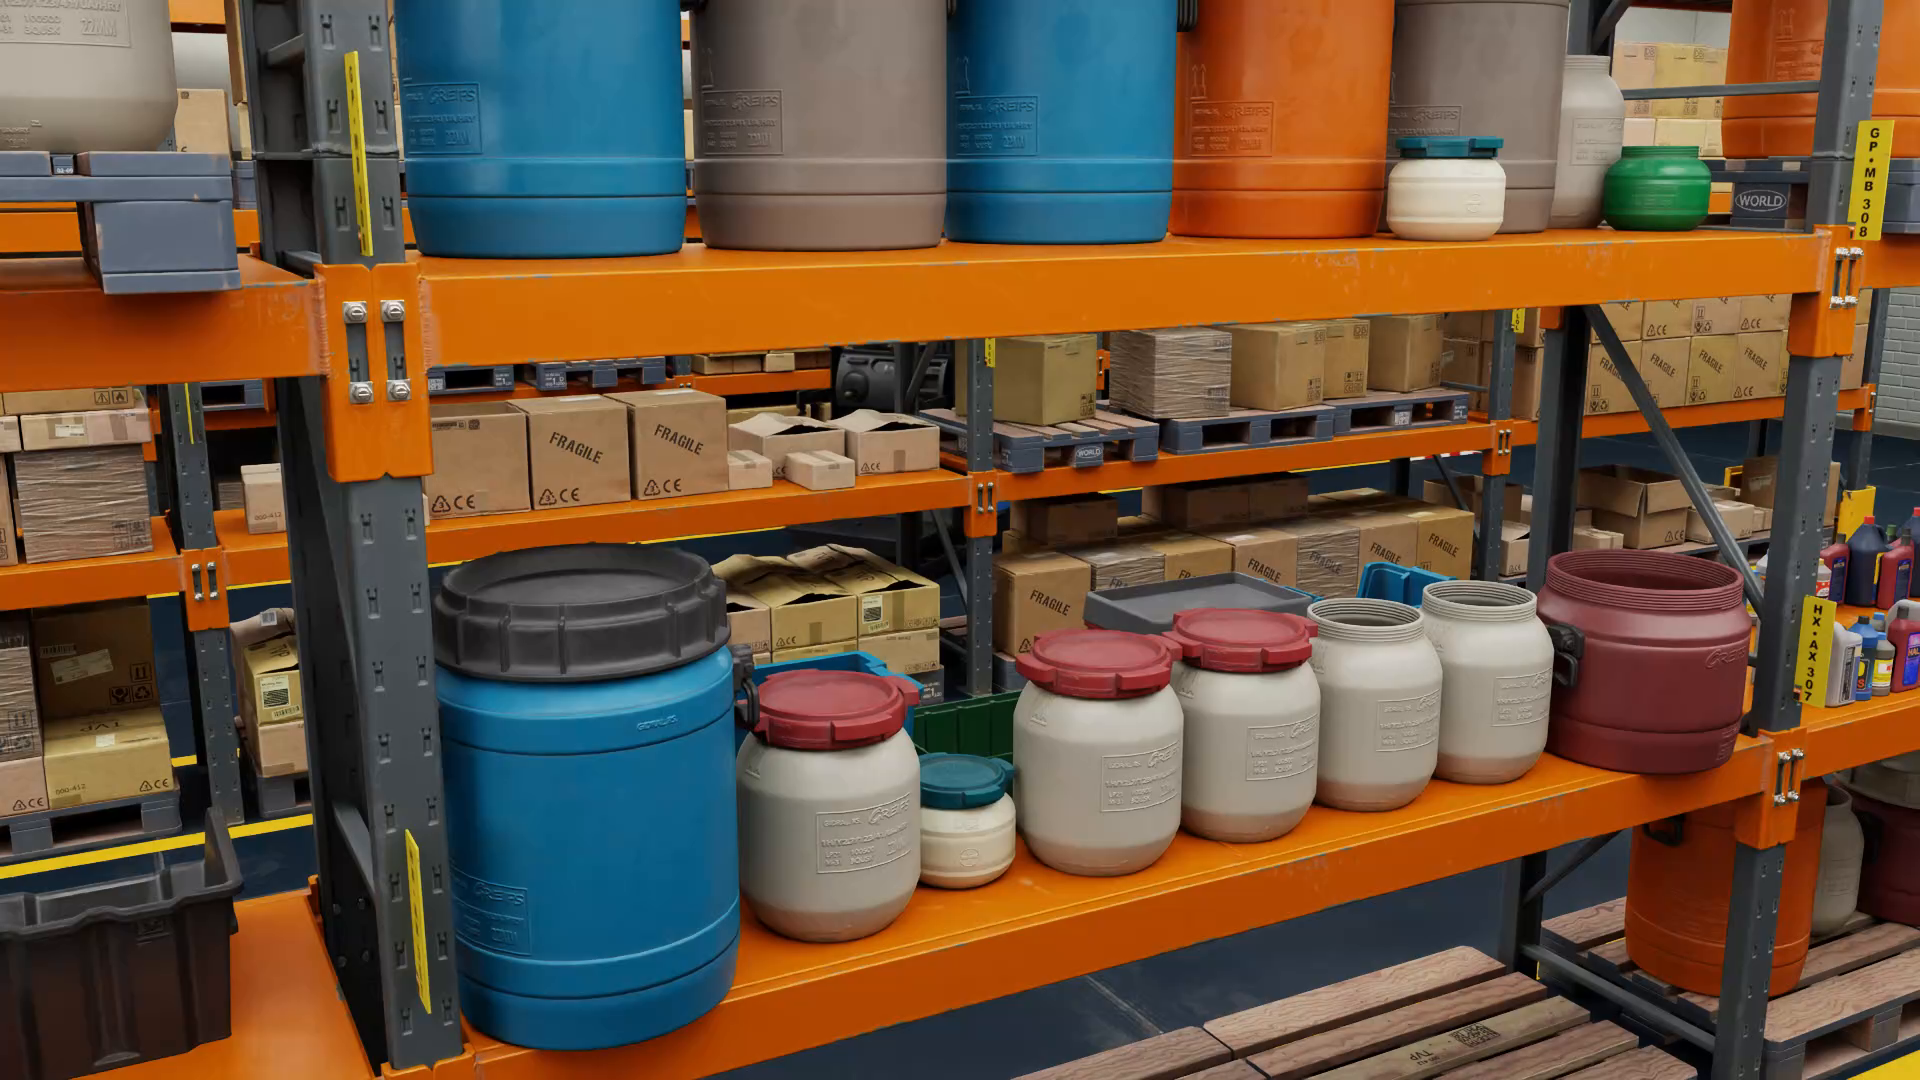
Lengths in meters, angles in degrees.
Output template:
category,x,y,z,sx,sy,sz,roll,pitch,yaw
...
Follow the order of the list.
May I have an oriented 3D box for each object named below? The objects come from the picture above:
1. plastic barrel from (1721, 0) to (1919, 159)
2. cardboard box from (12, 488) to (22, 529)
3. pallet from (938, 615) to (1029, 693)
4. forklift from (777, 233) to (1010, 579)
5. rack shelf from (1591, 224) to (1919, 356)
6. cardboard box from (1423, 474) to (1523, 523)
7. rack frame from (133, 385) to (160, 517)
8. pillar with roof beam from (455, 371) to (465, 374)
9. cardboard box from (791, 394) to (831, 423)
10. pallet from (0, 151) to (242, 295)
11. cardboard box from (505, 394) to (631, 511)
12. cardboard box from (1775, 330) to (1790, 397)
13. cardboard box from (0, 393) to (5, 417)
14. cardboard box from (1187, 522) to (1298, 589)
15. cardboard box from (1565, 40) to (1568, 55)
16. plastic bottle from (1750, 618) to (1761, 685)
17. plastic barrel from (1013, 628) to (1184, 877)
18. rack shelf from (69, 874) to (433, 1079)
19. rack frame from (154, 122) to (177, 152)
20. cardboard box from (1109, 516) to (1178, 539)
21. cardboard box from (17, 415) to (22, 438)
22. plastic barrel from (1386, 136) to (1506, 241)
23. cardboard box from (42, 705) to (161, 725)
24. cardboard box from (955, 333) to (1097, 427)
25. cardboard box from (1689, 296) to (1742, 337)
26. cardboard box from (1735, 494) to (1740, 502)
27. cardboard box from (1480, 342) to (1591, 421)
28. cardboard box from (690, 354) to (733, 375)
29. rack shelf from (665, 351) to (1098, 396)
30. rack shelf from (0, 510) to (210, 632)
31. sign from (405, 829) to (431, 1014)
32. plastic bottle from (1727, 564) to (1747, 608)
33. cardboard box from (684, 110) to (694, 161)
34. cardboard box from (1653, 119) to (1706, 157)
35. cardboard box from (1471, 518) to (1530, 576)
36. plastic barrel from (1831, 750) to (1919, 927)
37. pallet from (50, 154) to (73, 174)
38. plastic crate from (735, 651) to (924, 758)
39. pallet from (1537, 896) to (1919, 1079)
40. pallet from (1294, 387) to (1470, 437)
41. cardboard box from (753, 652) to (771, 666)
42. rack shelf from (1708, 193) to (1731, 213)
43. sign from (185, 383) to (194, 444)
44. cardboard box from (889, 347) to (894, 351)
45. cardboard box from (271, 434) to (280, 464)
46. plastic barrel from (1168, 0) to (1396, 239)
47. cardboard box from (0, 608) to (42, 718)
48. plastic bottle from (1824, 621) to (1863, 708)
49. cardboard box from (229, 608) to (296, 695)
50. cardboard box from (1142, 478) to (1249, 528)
category,x,y,z,sx,sy,sz,roll,pitch,yaw
plastic barrel,2.765,-1.631,5.260,0.708,0.830,0.600,-7,14,-28
cardboard box,-6.885,-0.061,11.740,0.500,0.500,0.500,-8,15,-32
pallet,0.568,0.640,10.286,1.213,0.211,1.003,-7,14,-28
forklift,-0.612,-1.212,12.320,1.130,2.935,3.031,7,14,27
rack shelf,4.020,-1.017,6.104,4.000,0.370,1.077,-7,14,-28
cardboard box,3.770,-0.180,12.268,0.500,0.500,0.500,-7,14,-28
rack frame,-5.993,-1.183,12.033,0.127,3.000,1.000,-7,14,-28
pillar with roof beam,-1.975,-3.731,9.691,0.400,9.000,9.100,-7,14,-28
cardboard box,-1.002,-0.903,14.729,0.750,0.750,0.750,-7,14,-28
pallet,-1.832,-0.550,2.820,1.003,0.211,1.213,-7,14,-28
cardboard box,-2.032,-0.463,8.608,0.500,0.500,0.500,-7,14,-28
cardboard box,6.200,-1.385,12.704,0.500,0.500,0.500,-7,14,-27
cardboard box,-4.445,-0.809,7.190,0.500,0.500,0.700,-7,14,-28
cardboard box,1.786,0.199,10.585,0.500,0.500,0.500,-7,15,-30
cardboard box,3.814,-3.129,11.343,0.500,0.500,0.700,-7,14,-28
plastic bottle,2.727,0.354,5.489,0.135,0.276,0.152,-7,14,-28
plastic barrel,0.343,0.524,4.137,0.433,0.535,0.433,0,13,0
rack shelf,-3.001,1.288,2.694,4.000,0.370,1.077,-7,14,-28
rack frame,-3.616,-3.155,7.135,0.127,3.000,1.000,-7,14,-28
cardboard box,1.058,0.157,10.769,0.500,0.500,0.500,-7,15,-30
cardboard box,-4.391,-0.549,7.512,0.250,0.149,0.380,-7,15,-29
plastic barrel,1.261,-0.912,4.311,0.301,0.262,0.301,0,13,0
cardboard box,-4.168,0.898,8.092,0.500,0.250,0.500,-7,14,-28
cardboard box,0.394,-0.991,9.997,0.700,0.500,0.500,11,17,41
cardboard box,5.311,-1.765,12.115,0.500,0.500,0.500,-6,14,-26
cardboard box,6.165,-0.319,13.647,0.250,0.166,0.380,-7,14,-28
cardboard box,3.984,-1.120,11.527,0.500,0.500,0.500,-6,14,-26
cardboard box,-2.082,-1.481,13.884,0.250,0.149,0.380,-7,14,-29
rack shelf,-0.726,-1.463,14.917,4.000,0.370,1.077,-7,14,-28
rack shelf,-5.371,0.333,6.937,4.000,0.370,1.077,-7,14,-28
sign,-0.992,0.698,3.043,0.005,0.325,0.100,-7,14,-28
plastic bottle,2.899,0.190,6.225,0.097,0.271,0.097,0,13,0
cardboard box,-1.435,-2.069,8.526,0.500,0.250,0.500,-7,15,-29
cardboard box,4.834,-2.811,11.639,0.500,0.250,0.500,-7,14,-28
cardboard box,3.878,0.024,11.791,0.500,0.311,0.500,-7,14,-28
plastic barrel,3.678,1.104,6.409,0.708,0.588,0.600,-7,14,-28
pallet,-4.352,-1.554,7.053,1.213,0.211,1.003,-7,14,-28
plastic crate,-0.427,0.558,4.334,0.575,0.384,0.392,-7,14,-28
pallet,2.937,1.575,6.130,1.213,0.211,1.003,-7,14,-28
pallet,2.652,-0.914,11.274,1.213,0.211,1.003,-7,14,-28
cardboard box,-1.344,0.697,8.988,0.500,0.250,0.500,-6,14,-27
rack shelf,5.161,-2.393,12.217,4.000,0.370,1.077,-7,14,-28
sign,-3.349,-0.583,7.215,0.005,0.325,0.100,-7,14,-28
cardboard box,-0.741,-1.644,14.611,0.250,0.149,0.380,-7,14,-28
cardboard box,-4.970,-0.671,12.744,0.500,0.250,0.500,-7,15,-29
plastic barrel,0.866,-1.254,4.539,0.708,0.830,0.600,-7,14,-28
cardboard box,-4.608,0.585,7.778,0.500,0.500,0.500,-7,14,-28
plastic bottle,2.800,0.383,5.359,0.135,0.276,0.152,-7,14,-28
cardboard box,-3.398,0.536,8.422,0.500,0.311,0.500,-7,14,-28
cardboard box,1.547,-0.269,10.957,0.500,0.250,0.500,-7,15,-29
